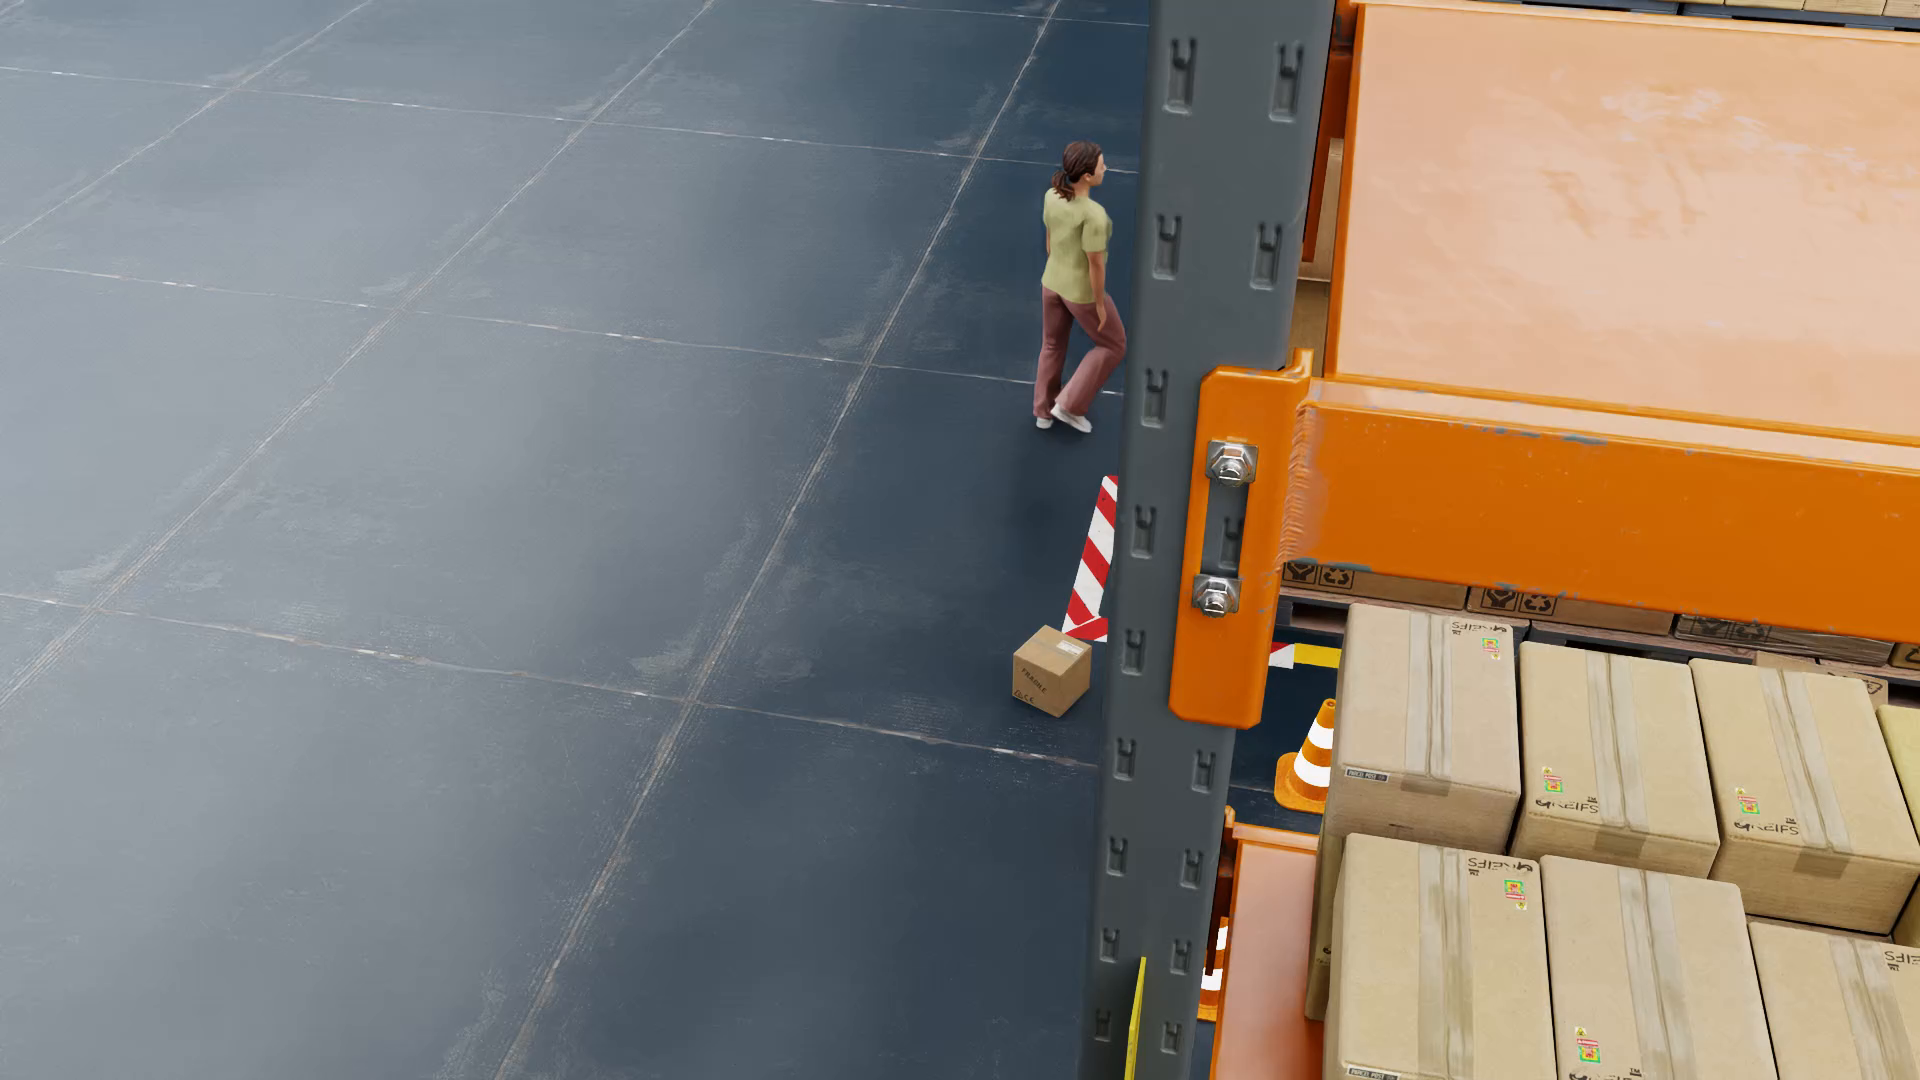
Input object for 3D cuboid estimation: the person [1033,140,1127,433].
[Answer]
[{"bbox_3d":[0.612,-1.297,8.674,0.500,1.679,0.390,29,45,33],"label":"person"}]
